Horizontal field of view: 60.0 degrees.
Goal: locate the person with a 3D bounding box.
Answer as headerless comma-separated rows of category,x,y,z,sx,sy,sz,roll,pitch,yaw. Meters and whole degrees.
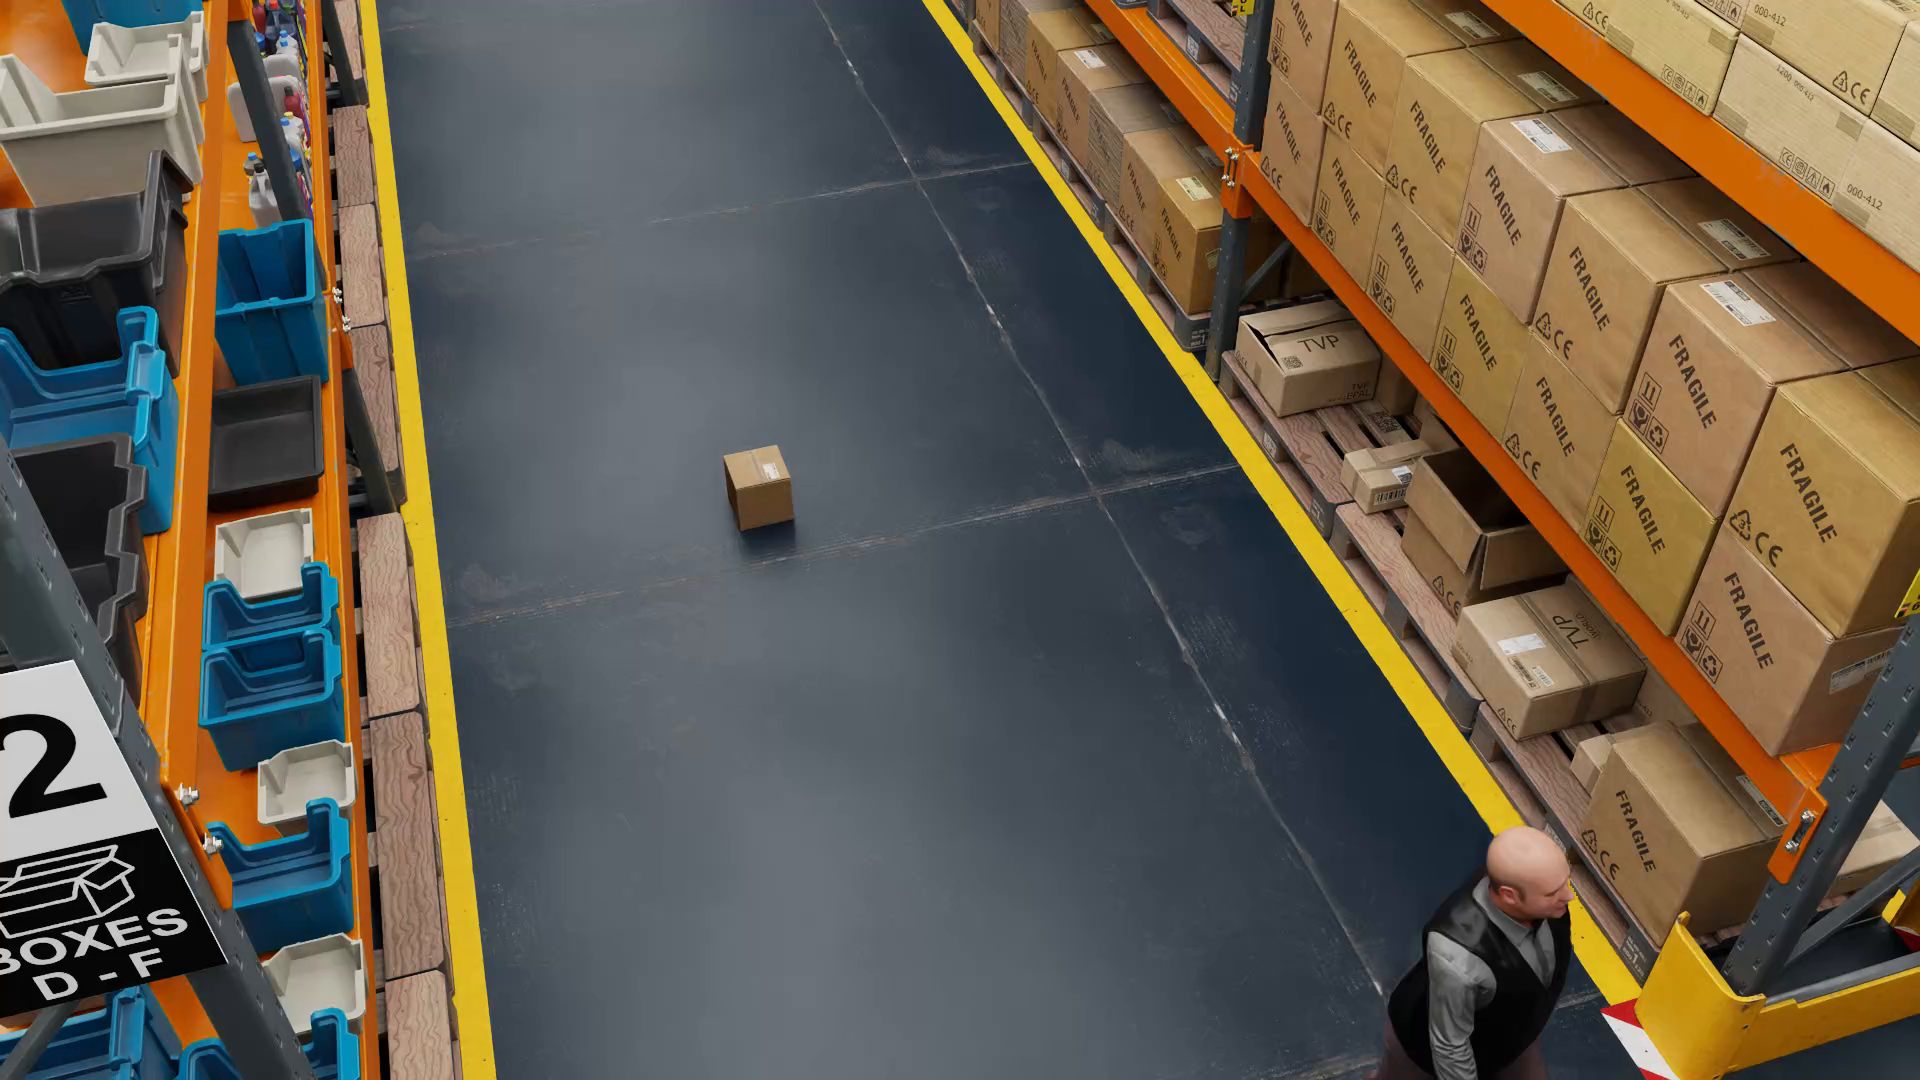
person,1.405,1.393,4.647,0.550,1.784,0.598,-27,49,-27
